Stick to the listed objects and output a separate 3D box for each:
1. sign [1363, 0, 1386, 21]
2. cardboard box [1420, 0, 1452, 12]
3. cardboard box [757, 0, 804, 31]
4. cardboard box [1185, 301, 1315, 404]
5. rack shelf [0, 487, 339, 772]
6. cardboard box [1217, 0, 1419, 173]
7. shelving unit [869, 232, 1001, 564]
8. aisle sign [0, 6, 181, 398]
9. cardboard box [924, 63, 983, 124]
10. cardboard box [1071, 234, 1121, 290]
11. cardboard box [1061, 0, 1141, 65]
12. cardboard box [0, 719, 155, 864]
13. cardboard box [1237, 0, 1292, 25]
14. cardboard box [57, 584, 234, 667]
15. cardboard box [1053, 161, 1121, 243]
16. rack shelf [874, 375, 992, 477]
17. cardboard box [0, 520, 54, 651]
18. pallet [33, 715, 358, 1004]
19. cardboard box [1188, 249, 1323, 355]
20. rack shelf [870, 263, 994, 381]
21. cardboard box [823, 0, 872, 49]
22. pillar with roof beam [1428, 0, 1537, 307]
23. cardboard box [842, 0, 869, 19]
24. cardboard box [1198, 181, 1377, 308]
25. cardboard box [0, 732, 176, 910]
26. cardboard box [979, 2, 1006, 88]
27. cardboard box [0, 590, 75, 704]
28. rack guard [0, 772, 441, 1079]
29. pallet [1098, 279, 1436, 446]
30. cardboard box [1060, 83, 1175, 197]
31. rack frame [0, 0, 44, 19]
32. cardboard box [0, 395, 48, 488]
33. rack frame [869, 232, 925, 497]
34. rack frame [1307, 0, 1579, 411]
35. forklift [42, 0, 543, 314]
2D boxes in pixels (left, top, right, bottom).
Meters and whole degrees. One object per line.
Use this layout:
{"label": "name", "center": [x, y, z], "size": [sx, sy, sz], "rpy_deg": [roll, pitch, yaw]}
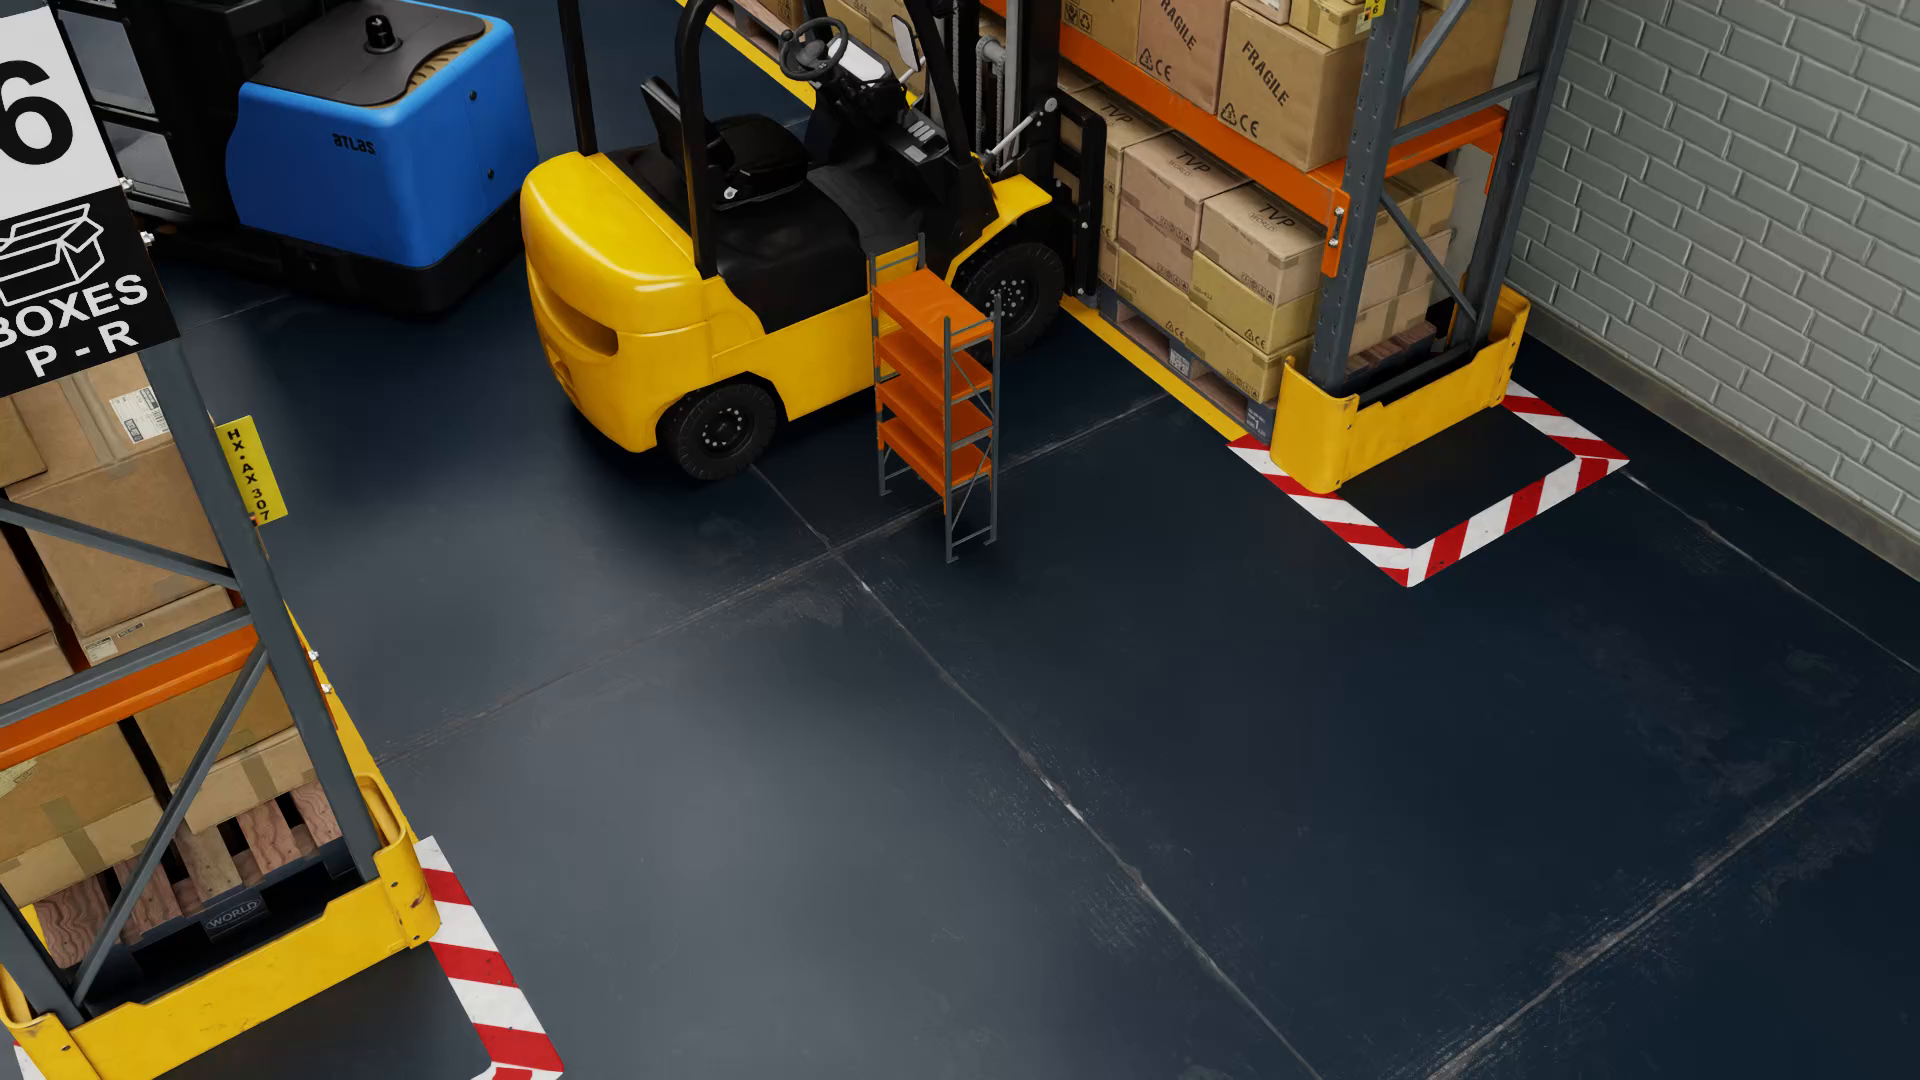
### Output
{"label": "sign", "center": [1.410, -1.899, 5.556], "size": [0.100, 0.325, 0.005], "rpy_deg": [-26, 49, -24]}
{"label": "cardboard box", "center": [1.882, -2.166, 6.304], "size": [0.380, 0.149, 0.250], "rpy_deg": [-27, 50, -25]}
{"label": "cardboard box", "center": [-0.733, -3.450, 9.607], "size": [0.875, 0.625, 0.625], "rpy_deg": [-24, 48, -23]}
{"label": "cardboard box", "center": [1.335, -0.899, 7.207], "size": [0.500, 0.250, 0.500], "rpy_deg": [-25, 49, -24]}
{"label": "rack shelf", "center": [-3.350, -0.510, 5.633], "size": [1.077, 0.370, 4.000], "rpy_deg": [-26, 49, -24]}
{"label": "cardboard box", "center": [1.366, -1.812, 6.403], "size": [0.500, 0.500, 0.500], "rpy_deg": [-27, 50, -25]}
{"label": "shelving unit", "center": [-0.095, -0.528, 6.434], "size": [0.258, 1.200, 0.503], "rpy_deg": [-26, 49, -24]}
{"label": "aisle sign", "center": [-1.916, -0.665, 3.392], "size": [0.394, 0.787, 0.004], "rpy_deg": [-26, 49, -24]}
{"label": "cardboard box", "center": [0.166, -2.235, 8.244], "size": [0.500, 0.250, 0.500], "rpy_deg": [-26, 50, -25]}
{"label": "cardboard box", "center": [0.780, -1.472, 7.806], "size": [0.500, 0.250, 0.500], "rpy_deg": [-25, 49, -24]}
{"label": "cardboard box", "center": [0.784, -2.399, 7.019], "size": [0.500, 0.500, 0.500], "rpy_deg": [-27, 50, -25]}
{"label": "cardboard box", "center": [-2.878, 0.583, 5.111], "size": [0.500, 0.500, 0.500], "rpy_deg": [-25, 49, -24]}
{"label": "cardboard box", "center": [1.264, -2.090, 6.225], "size": [0.380, 0.149, 0.250], "rpy_deg": [-25, 49, -24]}
{"label": "cardboard box", "center": [-2.230, 0.179, 4.572], "size": [0.380, 0.149, 0.250], "rpy_deg": [-26, 49, -24]}
{"label": "cardboard box", "center": [0.738, -1.663, 7.645], "size": [0.500, 0.250, 0.500], "rpy_deg": [-27, 50, -25]}
{"label": "rack shelf", "center": [-0.095, -0.479, 6.480], "size": [0.258, 0.148, 0.480], "rpy_deg": [-26, 49, -24]}
{"label": "cardboard box", "center": [-2.742, 0.020, 4.269], "size": [0.500, 0.500, 0.500], "rpy_deg": [-27, 50, -25]}
{"label": "pallet", "center": [-2.685, 0.854, 5.703], "size": [1.003, 0.211, 1.213], "rpy_deg": [-26, 49, -24]}
{"label": "cardboard box", "center": [1.328, -1.091, 7.046], "size": [0.500, 0.250, 0.500], "rpy_deg": [-26, 50, -25]}
{"label": "rack shelf", "center": [-0.095, -0.812, 6.163], "size": [0.258, 0.148, 0.480], "rpy_deg": [-26, 49, -24]}
{"label": "cardboard box", "center": [-0.402, -2.808, 8.845], "size": [0.500, 0.250, 0.500], "rpy_deg": [-26, 49, -25]}
{"label": "pillar with roof beam", "center": [-1.327, -2.820, 3.187], "size": [9.100, 9.000, 0.400], "rpy_deg": [-26, 49, -24]}
{"label": "cardboard box", "center": [-0.406, -2.987, 8.670], "size": [0.500, 0.250, 0.500], "rpy_deg": [-26, 50, -25]}
{"label": "cardboard box", "center": [1.344, -1.257, 6.858], "size": [0.500, 0.250, 0.500], "rpy_deg": [-24, 49, -23]}
{"label": "cardboard box", "center": [-2.903, 0.840, 5.385], "size": [0.500, 0.250, 0.500], "rpy_deg": [-26, 49, -25]}
{"label": "cardboard box", "center": [0.173, -2.416, 8.072], "size": [0.500, 0.250, 0.500], "rpy_deg": [-24, 49, -23]}
{"label": "cardboard box", "center": [-2.595, 0.326, 4.418], "size": [0.380, 0.149, 0.250], "rpy_deg": [-24, 49, -23]}
{"label": "rack guard", "center": [-2.249, 1.223, 5.106], "size": [1.175, 0.500, 0.348], "rpy_deg": [-26, 49, -24]}
{"label": "pallet", "center": [1.391, -1.009, 7.654], "size": [1.003, 0.211, 1.213], "rpy_deg": [-26, 49, -24]}
{"label": "cardboard box", "center": [0.750, -1.826, 7.453], "size": [0.500, 0.250, 0.500], "rpy_deg": [-25, 49, -24]}
{"label": "rack frame", "center": [-2.206, -1.808, 2.127], "size": [1.000, 3.000, 0.127], "rpy_deg": [-26, 49, -24]}
{"label": "cardboard box", "center": [-2.677, -0.346, 3.928], "size": [0.700, 0.500, 0.500], "rpy_deg": [-27, 50, -25]}
{"label": "rack frame", "center": [-0.234, -0.666, 6.579], "size": [0.240, 1.200, 0.015], "rpy_deg": [-26, 49, -24]}
{"label": "rack frame", "center": [1.863, -1.601, 6.254], "size": [1.000, 3.000, 0.127], "rpy_deg": [-26, 49, -24]}
{"label": "forklift", "center": [-3.632, -2.774, 7.533], "size": [3.031, 2.935, 1.130], "rpy_deg": [16, 46, 16]}
